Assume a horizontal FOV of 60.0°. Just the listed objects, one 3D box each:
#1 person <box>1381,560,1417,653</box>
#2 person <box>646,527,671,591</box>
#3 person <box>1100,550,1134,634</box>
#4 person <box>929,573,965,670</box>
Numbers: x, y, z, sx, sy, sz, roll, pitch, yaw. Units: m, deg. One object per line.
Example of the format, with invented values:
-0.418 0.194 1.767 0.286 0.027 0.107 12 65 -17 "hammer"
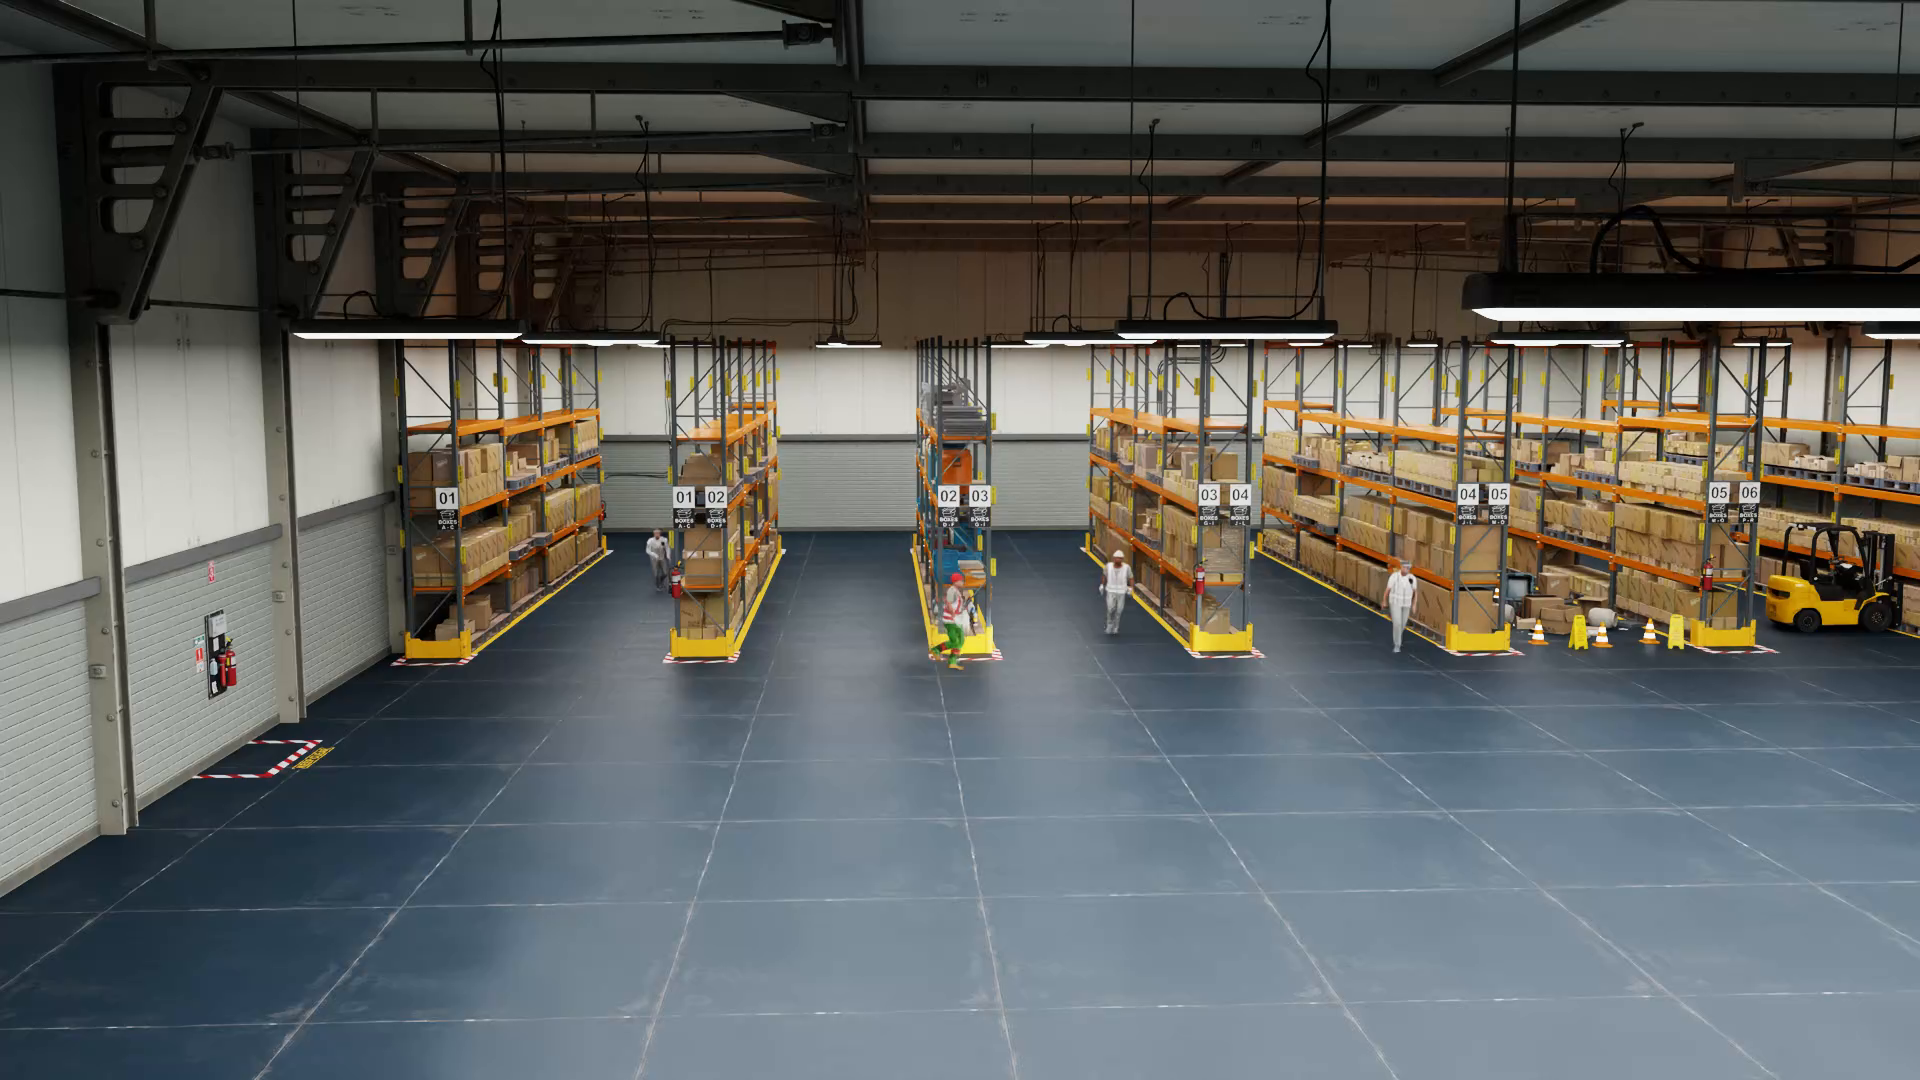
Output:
8.471 1.261 31.937 0.611 1.762 0.788 -1 7 -9 "person"
-7.153 0.461 39.463 0.605 1.573 0.743 -2 7 -17 "person"
3.163 1.055 33.402 0.653 1.726 0.822 0 6 -1 "person"
-0.230 1.465 30.010 0.675 1.758 0.671 2 7 15 "person"
